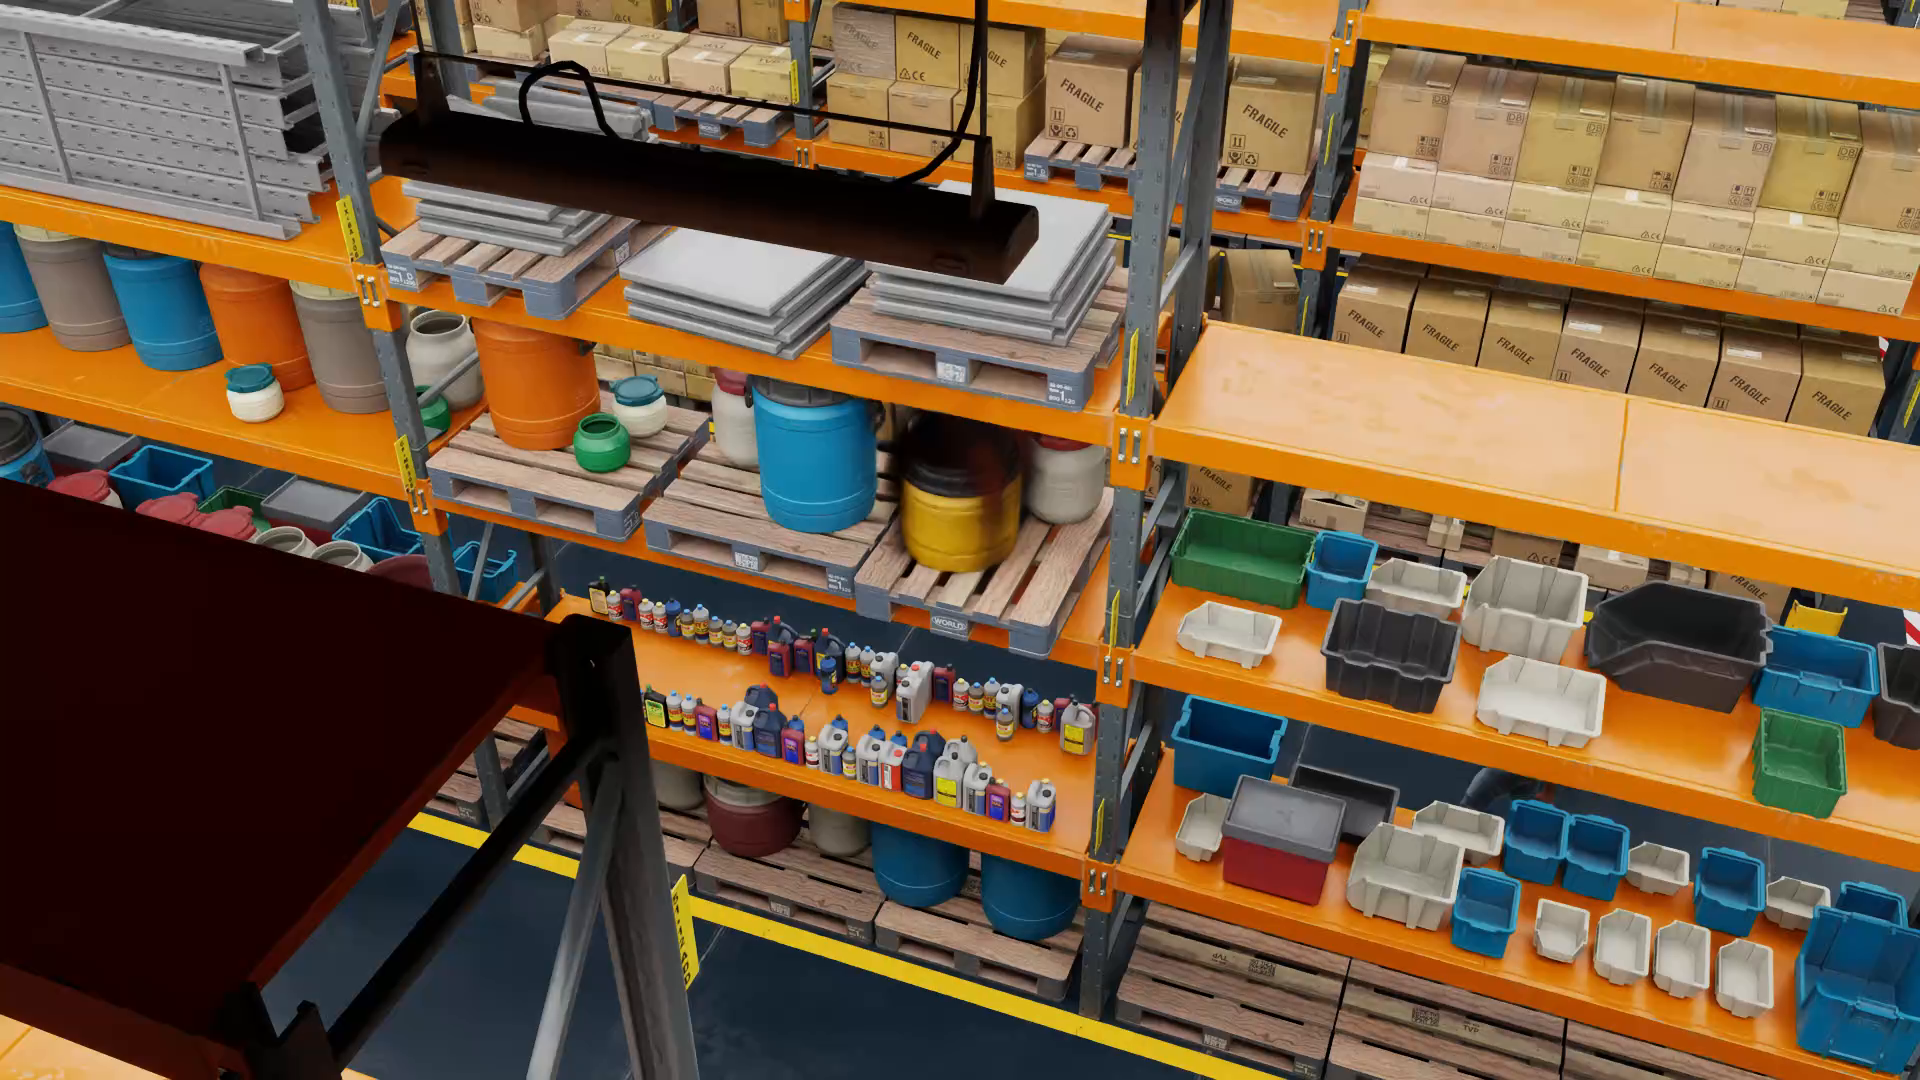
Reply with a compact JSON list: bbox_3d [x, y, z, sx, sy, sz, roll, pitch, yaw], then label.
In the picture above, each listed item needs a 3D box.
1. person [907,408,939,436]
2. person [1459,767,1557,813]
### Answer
[{"bbox_3d":[-0.178,-0.398,12.438,0.537,1.697,0.349,25,43,29],"label":"person"},{"bbox_3d":[3.379,1.292,10.175,0.917,1.712,0.630,20,41,25],"label":"person"}]
